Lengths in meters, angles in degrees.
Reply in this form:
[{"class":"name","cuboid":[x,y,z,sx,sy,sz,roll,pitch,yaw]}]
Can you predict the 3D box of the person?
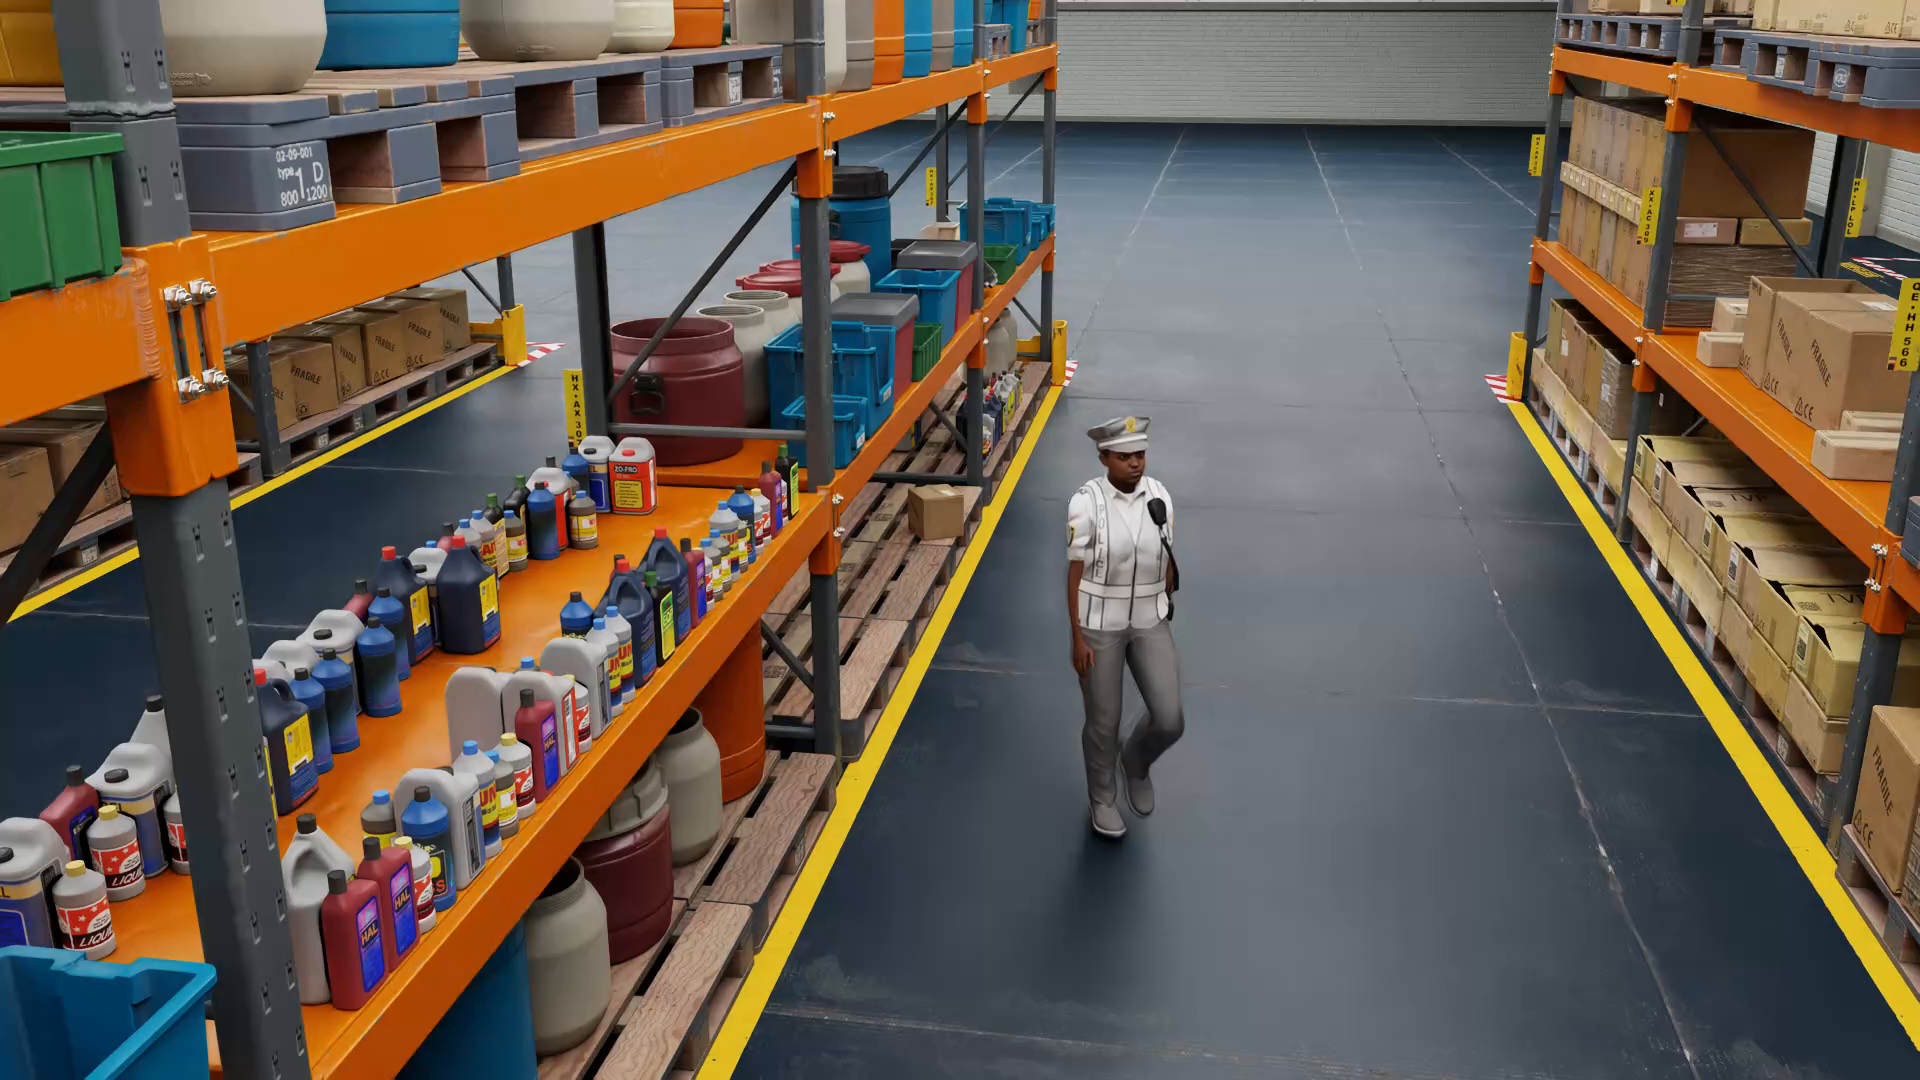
[{"class":"person","cuboid":[0.635,0.343,6.384,0.450,1.690,0.422,-4,18,-13]}]
